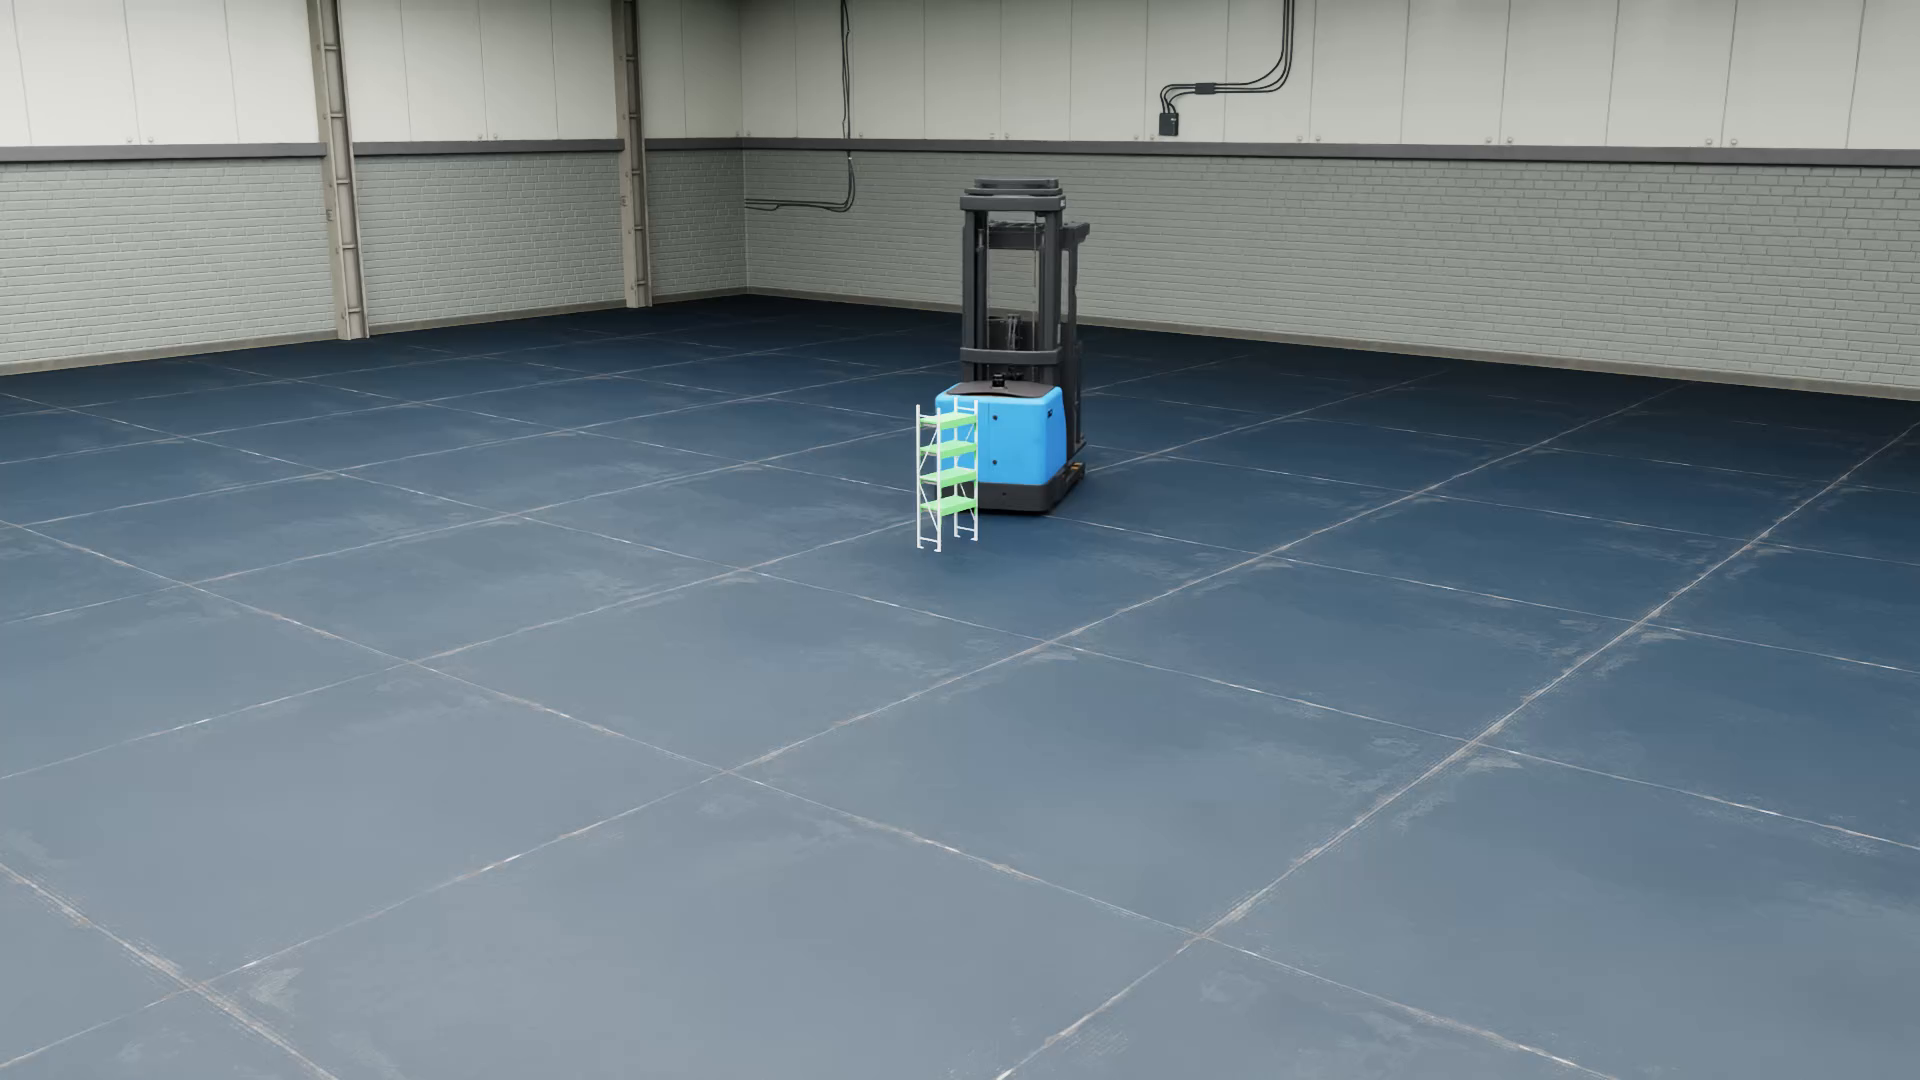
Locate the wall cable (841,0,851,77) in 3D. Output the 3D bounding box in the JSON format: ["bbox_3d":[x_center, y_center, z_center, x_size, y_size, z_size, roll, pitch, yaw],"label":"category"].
[{"bbox_3d":[-1.113,-9.681,30.003,3.097,2.526,0.112,11,18,38],"label":"wall cable"}]

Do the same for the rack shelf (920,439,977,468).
[{"bbox_3d":[-0.104,-0.721,13.807,0.258,0.148,0.480,11,18,38],"label":"rack shelf"}]

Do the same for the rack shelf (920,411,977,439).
[{"bbox_3d":[-0.104,-0.953,13.748,0.258,0.148,0.480,11,18,38],"label":"rack shelf"}]

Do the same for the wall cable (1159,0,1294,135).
[{"bbox_3d":[4.156,-9.333,25.677,2.305,6.003,0.169,11,18,38],"label":"wall cable"}]

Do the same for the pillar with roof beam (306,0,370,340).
[{"bbox_3d":[-6.520,-6.982,23.330,9.100,9.000,0.400,11,18,38],"label":"pillar with roof beam"}]

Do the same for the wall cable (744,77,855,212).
[{"bbox_3d":[-3.218,-7.652,32.273,3.097,2.526,0.112,11,18,38],"label":"wall cable"}]

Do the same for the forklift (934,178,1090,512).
[{"bbox_3d":[0.621,-1.993,16.014,1.130,2.935,3.031,4,15,14],"label":"forklift"}]

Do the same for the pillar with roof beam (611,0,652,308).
[{"bbox_3d":[-2.749,-8.131,27.853,9.100,9.000,0.400,11,18,38],"label":"pillar with roof beam"}]

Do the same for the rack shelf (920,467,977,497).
[{"bbox_3d":[-0.104,-0.488,13.866,0.258,0.148,0.480,11,18,38],"label":"rack shelf"}]

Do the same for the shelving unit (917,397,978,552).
[{"bbox_3d":[-0.104,-0.550,13.850,0.258,1.200,0.503,11,18,38],"label":"shelving unit"}]

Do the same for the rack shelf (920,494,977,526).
[{"bbox_3d":[-0.104,-0.255,13.925,0.258,0.148,0.480,11,18,38],"label":"rack shelf"}]

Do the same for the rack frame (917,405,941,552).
[{"bbox_3d":[-0.257,-0.503,13.666,0.240,1.200,0.015,11,18,38],"label":"rack frame"}]

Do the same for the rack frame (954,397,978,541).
[{"bbox_3d":[0.049,-0.597,14.034,0.240,1.200,0.015,11,18,38],"label":"rack frame"}]
